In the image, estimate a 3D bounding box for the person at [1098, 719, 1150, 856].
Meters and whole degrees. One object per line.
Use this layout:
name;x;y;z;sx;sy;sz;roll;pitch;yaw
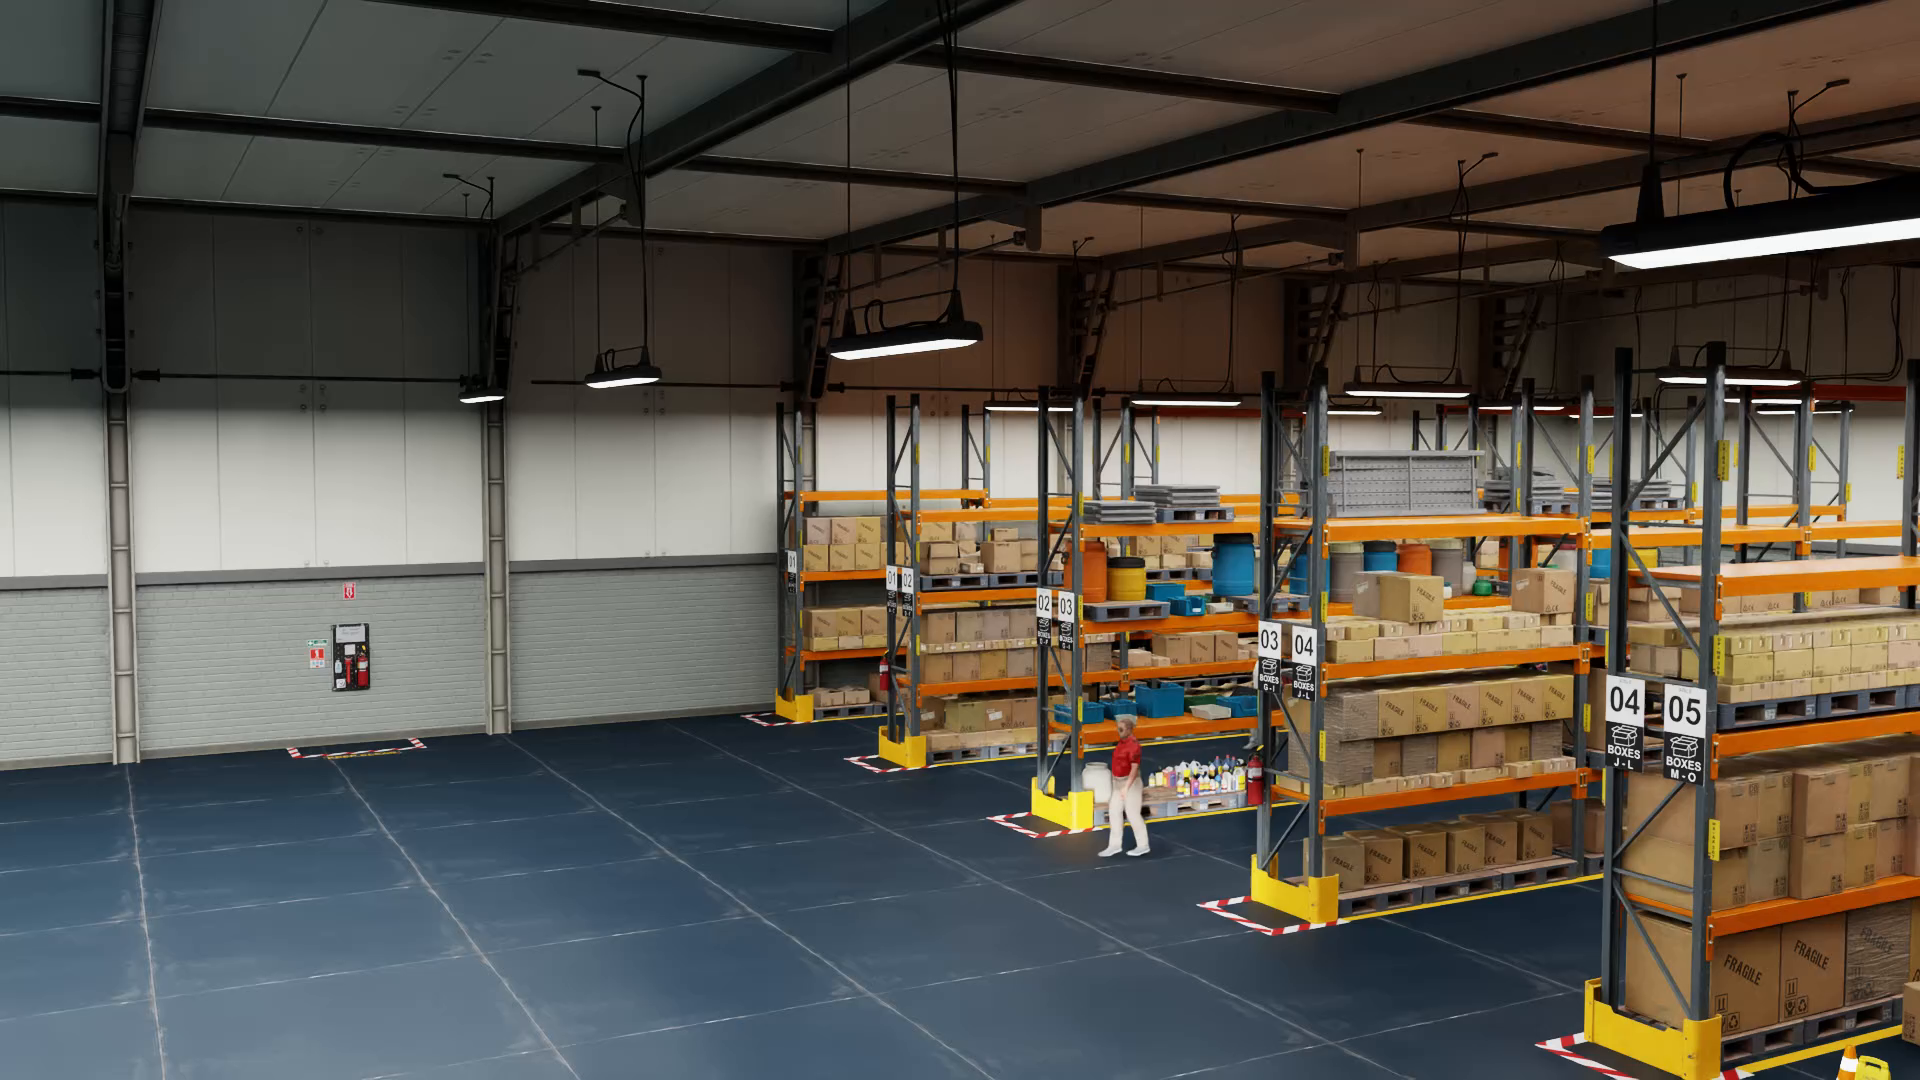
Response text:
person;2.077;3.128;20.972;0.639;1.759;0.602;-1;3;-16

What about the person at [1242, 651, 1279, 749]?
person;5.168;2.684;28.401;0.622;1.794;0.615;-2;4;-30
